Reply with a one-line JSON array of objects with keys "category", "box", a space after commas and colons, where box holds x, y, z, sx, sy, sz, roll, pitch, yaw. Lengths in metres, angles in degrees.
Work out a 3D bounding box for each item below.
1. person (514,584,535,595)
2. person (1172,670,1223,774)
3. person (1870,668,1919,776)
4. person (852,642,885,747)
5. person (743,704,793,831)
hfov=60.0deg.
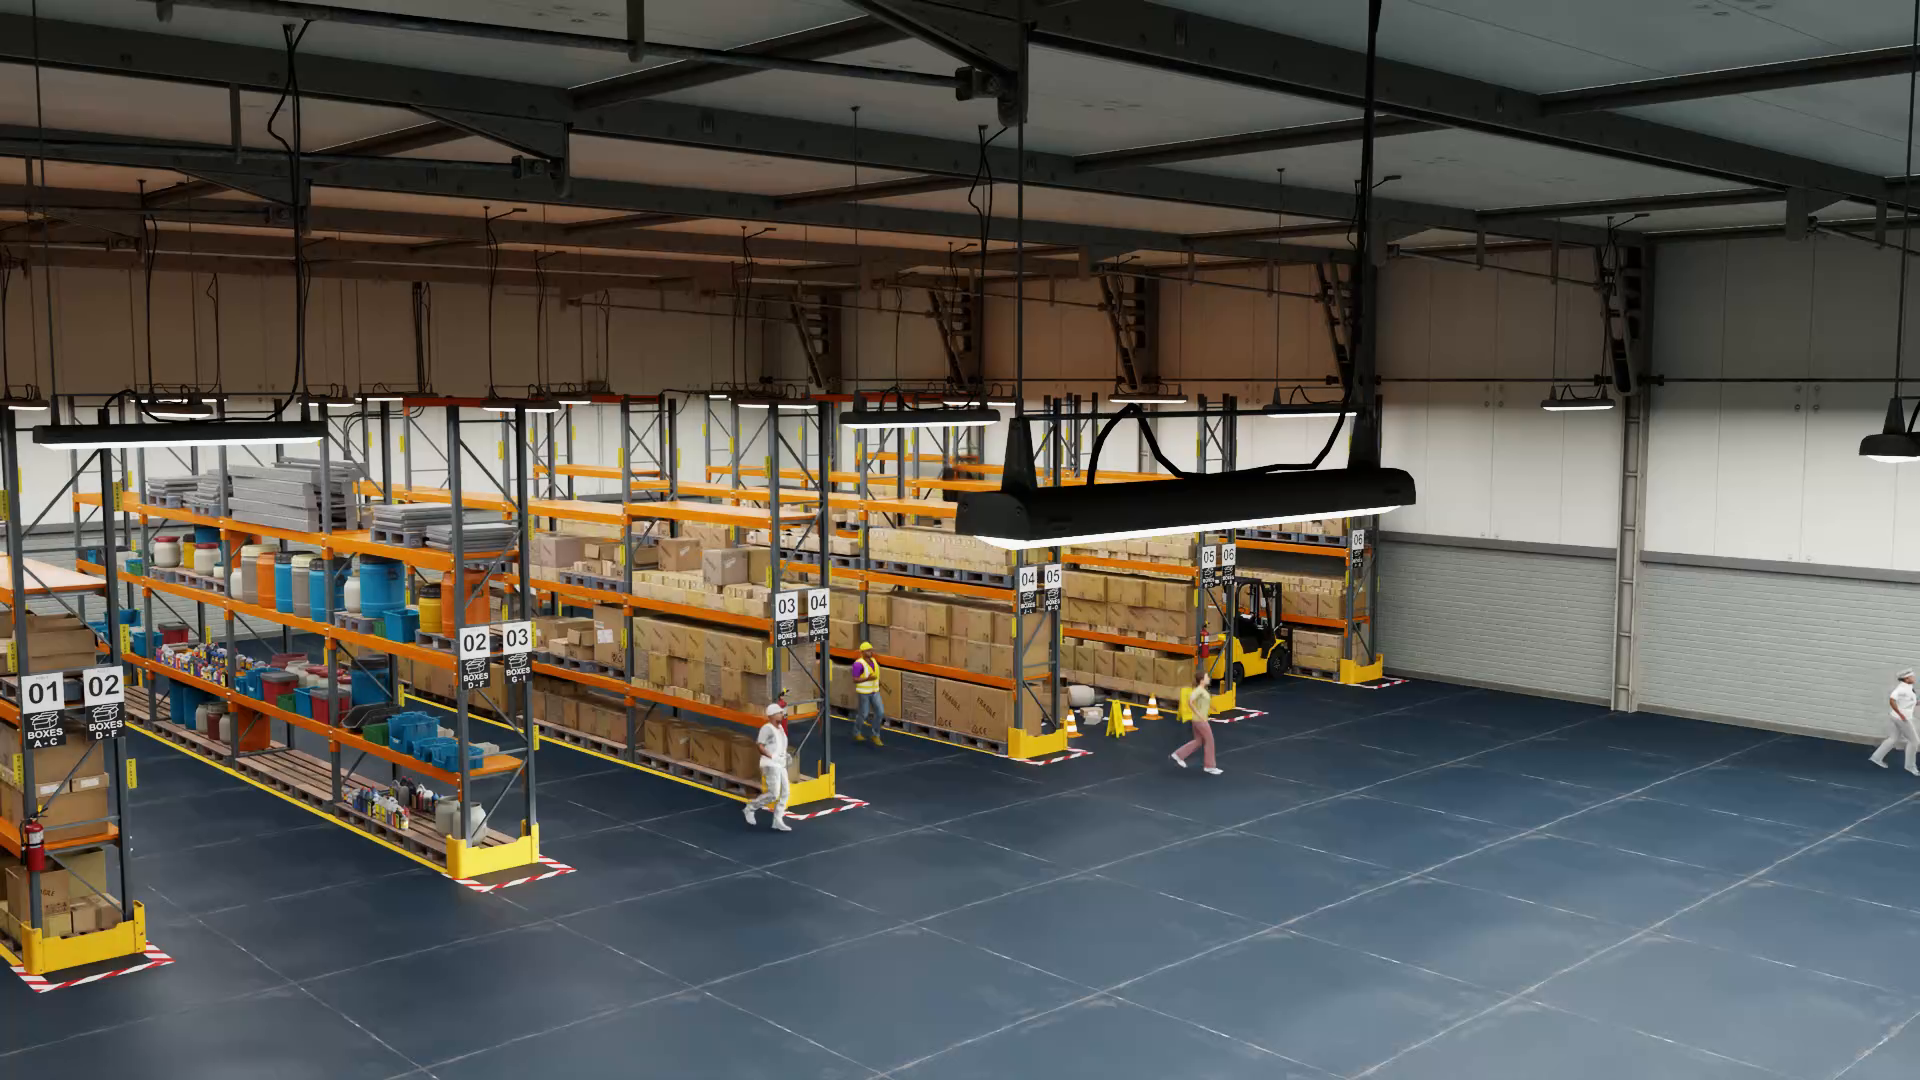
[{"category": "person", "box": [-10.643, 1.606, 40.466, 0.654, 1.744, 0.705, 5, 7, 41]}, {"category": "person", "box": [3.825, 2.922, 26.756, 0.826, 1.673, 0.587, 1, 6, 6]}, {"category": "person", "box": [15.120, 2.903, 26.762, 0.743, 1.752, 0.570, 2, 6, 23]}, {"category": "person", "box": [-1.585, 2.674, 28.767, 0.674, 1.825, 0.716, -5, 8, -43]}, {"category": "person", "box": [-2.658, 3.192, 23.556, 0.730, 1.752, 0.734, 1, 6, 14]}]
